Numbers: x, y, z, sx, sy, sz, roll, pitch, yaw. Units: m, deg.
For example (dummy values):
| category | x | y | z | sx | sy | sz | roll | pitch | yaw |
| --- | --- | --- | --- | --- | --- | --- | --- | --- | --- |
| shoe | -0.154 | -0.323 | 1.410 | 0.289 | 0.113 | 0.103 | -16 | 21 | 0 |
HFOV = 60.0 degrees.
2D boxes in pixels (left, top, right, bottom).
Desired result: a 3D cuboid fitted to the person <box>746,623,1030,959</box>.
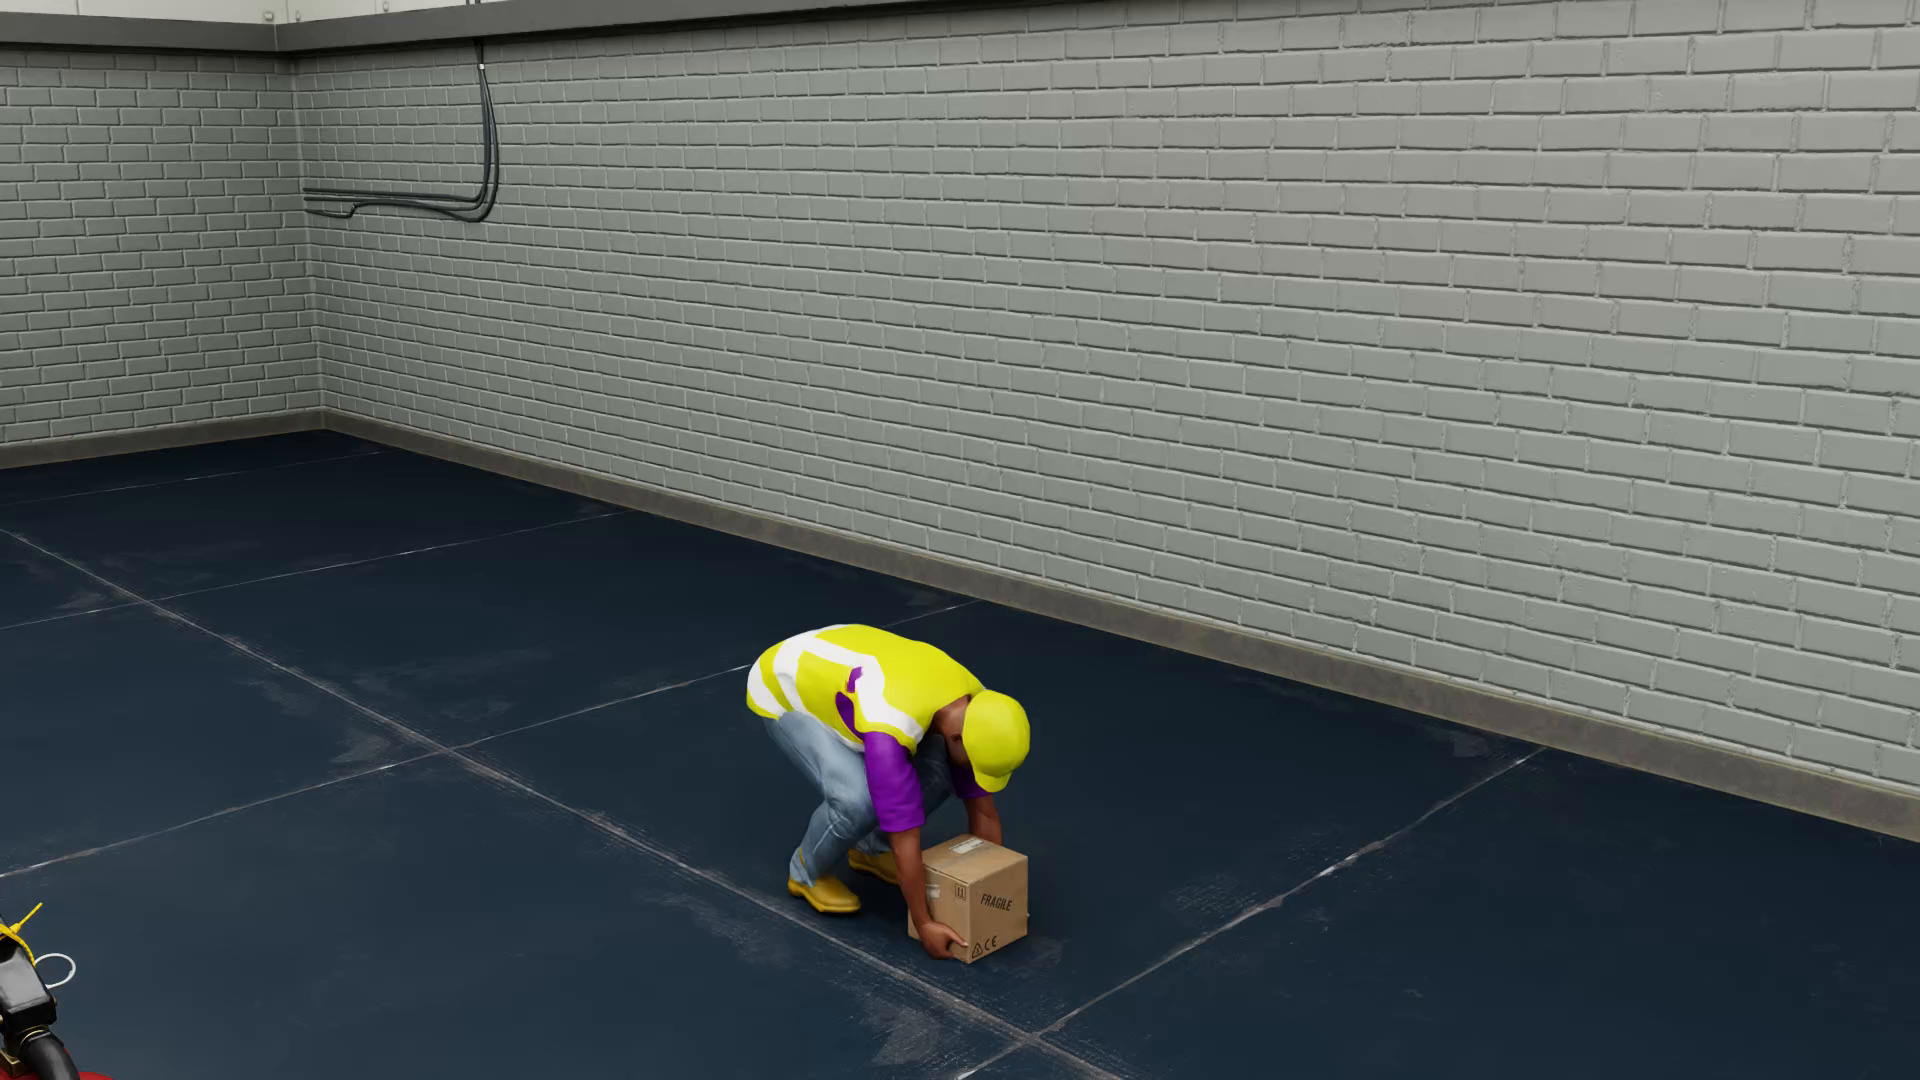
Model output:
| category | x | y | z | sx | sy | sz | roll | pitch | yaw |
| --- | --- | --- | --- | --- | --- | --- | --- | --- | --- |
| person | -0.187 | 0.715 | 4.991 | 0.963 | 0.861 | 0.514 | 12 | 18 | 41 |
